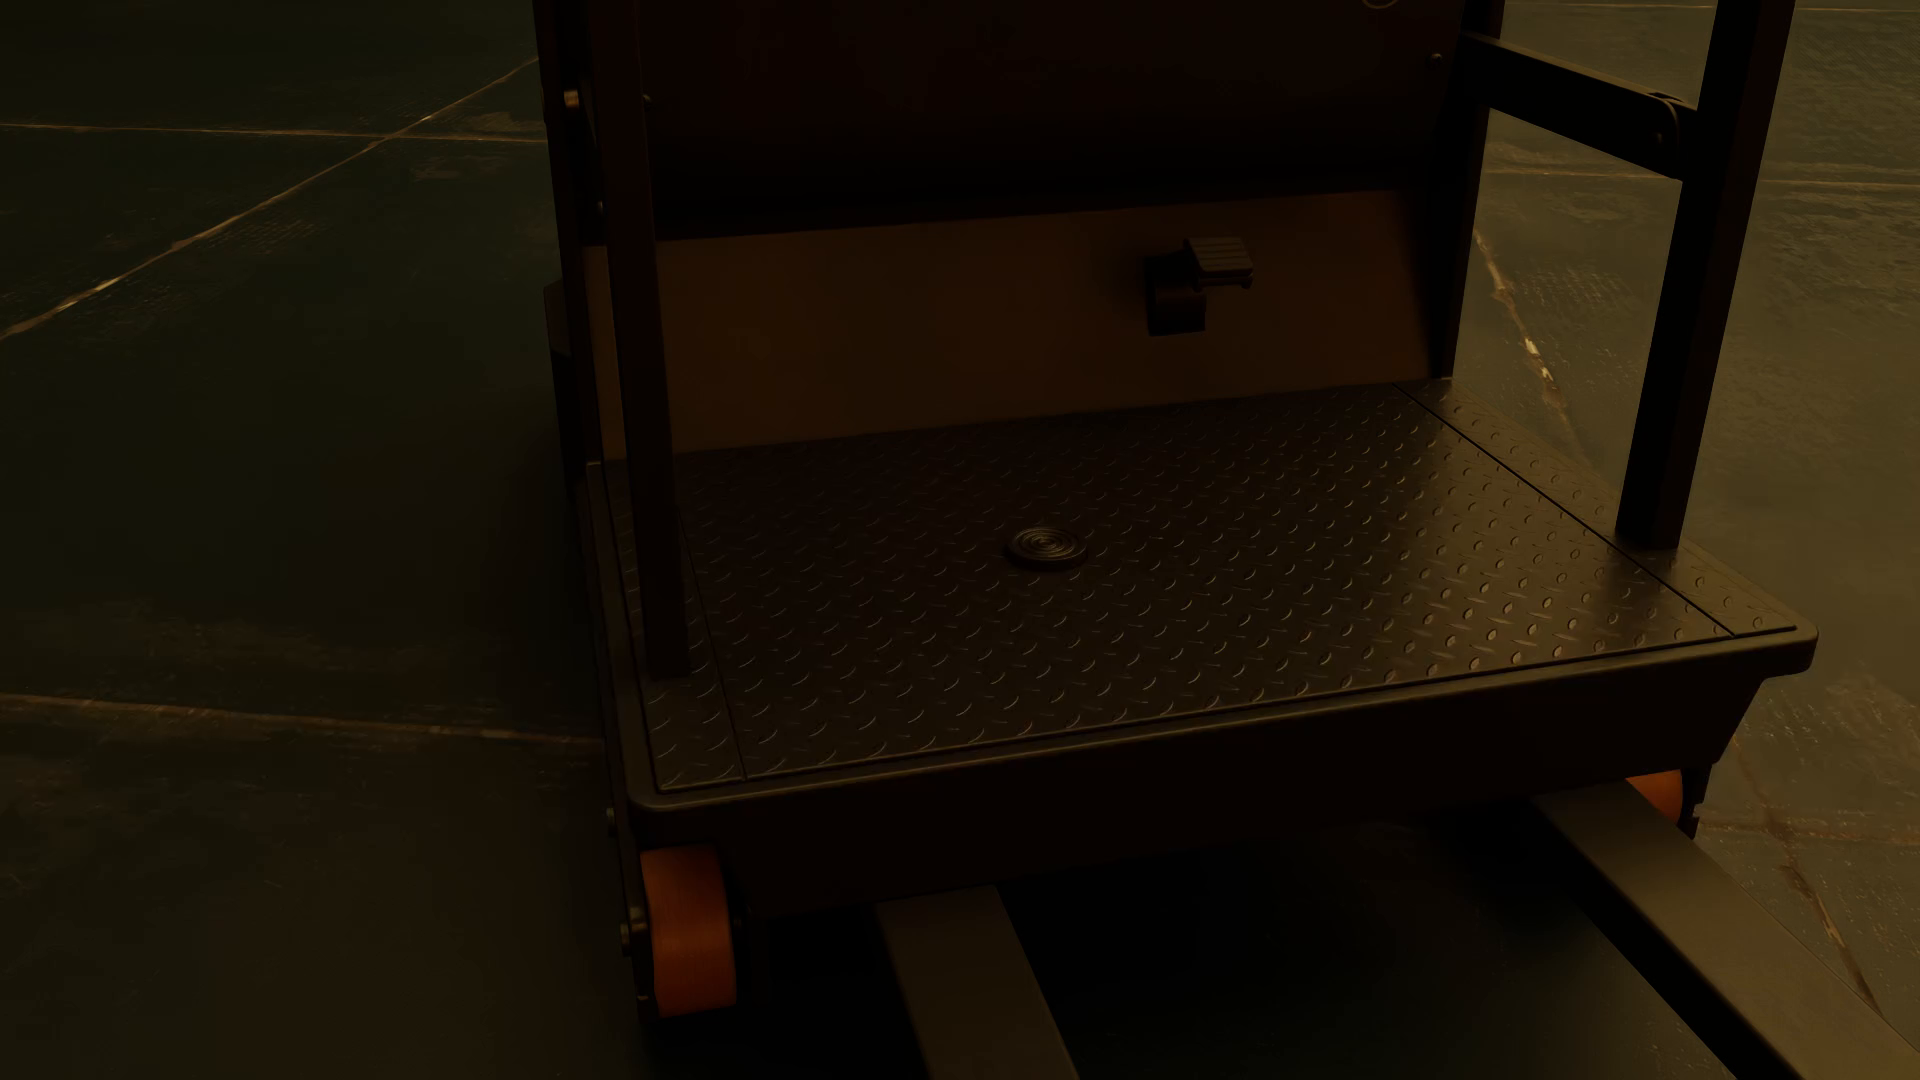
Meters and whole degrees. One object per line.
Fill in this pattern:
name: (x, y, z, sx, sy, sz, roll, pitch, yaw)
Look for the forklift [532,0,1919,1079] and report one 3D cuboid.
forklift: (0.153, -1.049, 1.319, 1.130, 2.935, 3.031, -7, 27, -13)
